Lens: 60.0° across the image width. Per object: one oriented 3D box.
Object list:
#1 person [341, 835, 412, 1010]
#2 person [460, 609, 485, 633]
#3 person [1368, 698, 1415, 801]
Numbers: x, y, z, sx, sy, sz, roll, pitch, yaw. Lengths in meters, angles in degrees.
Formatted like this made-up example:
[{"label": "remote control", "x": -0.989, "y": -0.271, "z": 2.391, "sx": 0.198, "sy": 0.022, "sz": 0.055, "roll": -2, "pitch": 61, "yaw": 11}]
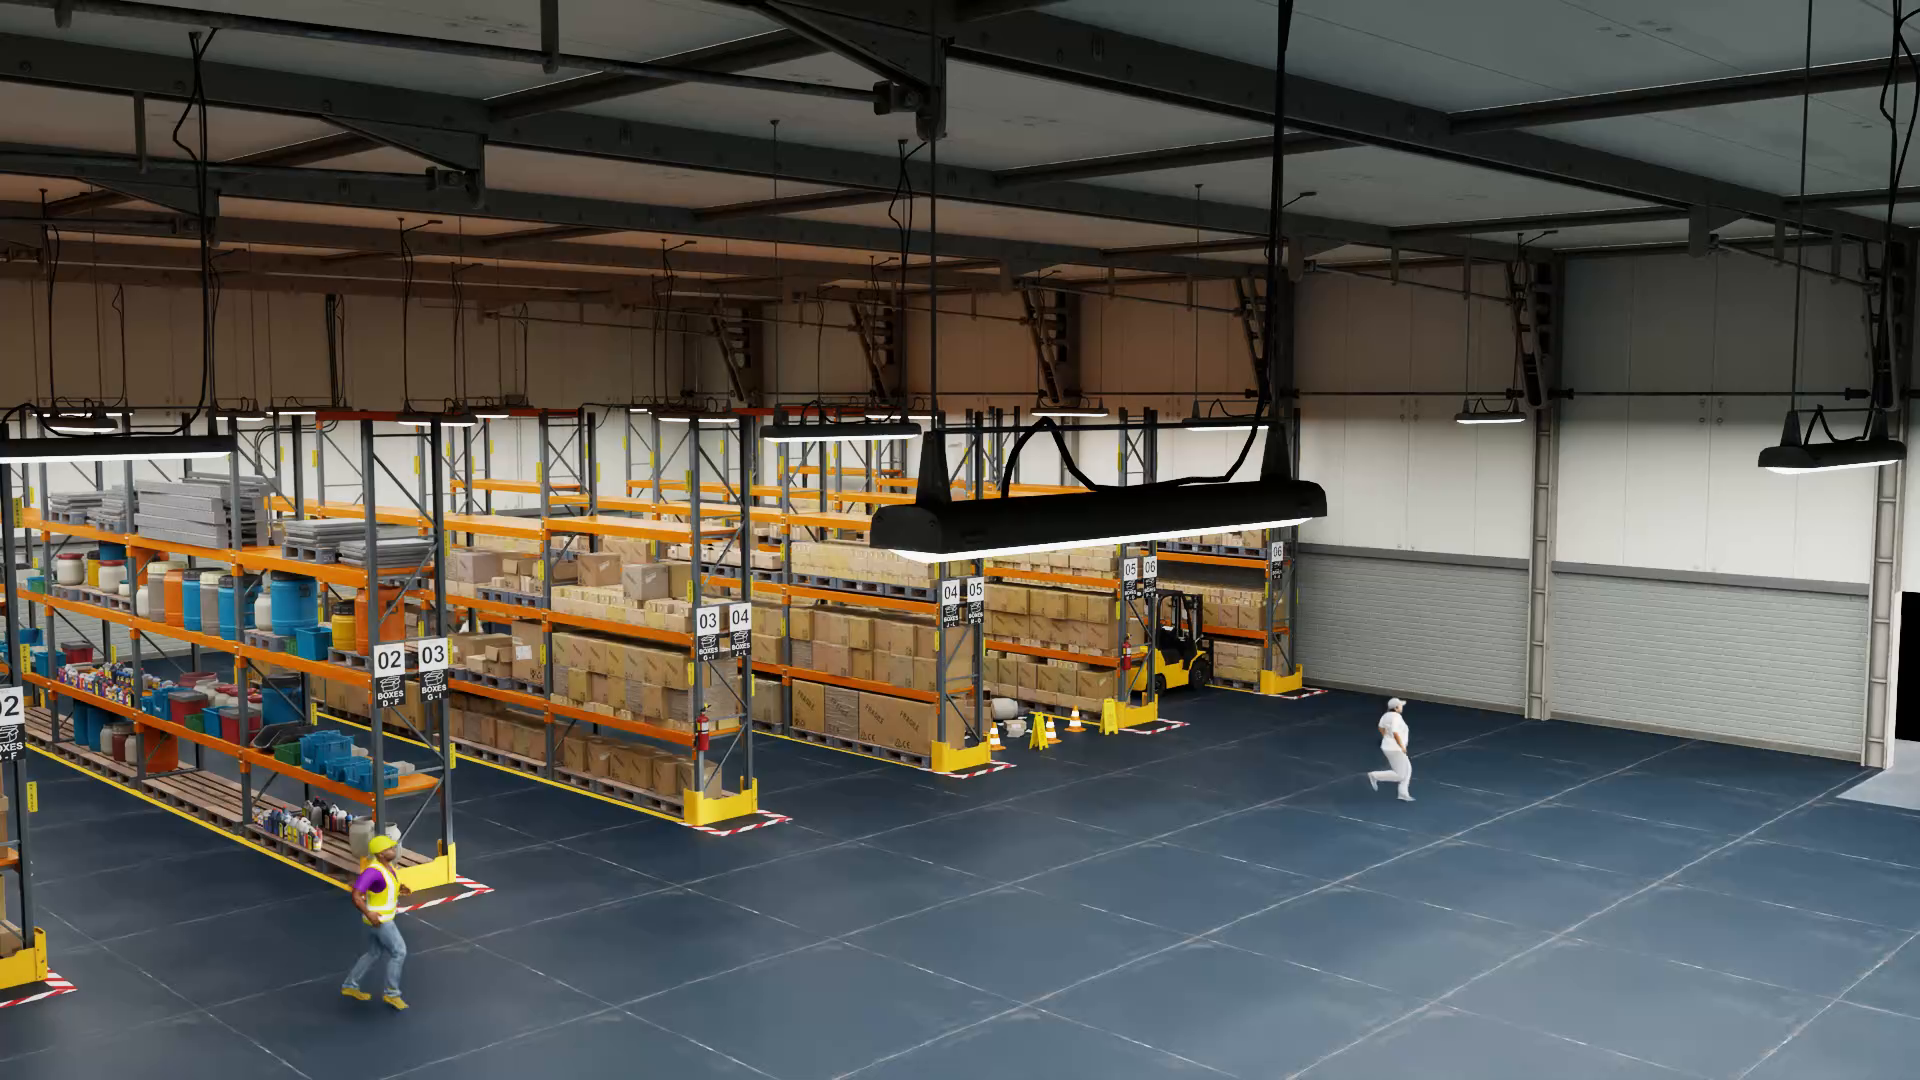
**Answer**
[{"label": "person", "x": -6.029, "y": 3.946, "z": 17.147, "sx": 0.717, "sy": 1.839, "sz": 0.721, "roll": -1, "pitch": 5, "yaw": -13}, {"label": "person", "x": -10.304, "y": 2.338, "z": 35.113, "sx": 0.909, "sy": 1.813, "sz": 0.608, "roll": 5, "pitch": 7, "yaw": 43}, {"label": "person", "x": 6.700, "y": 3.260, "z": 25.790, "sx": 0.802, "sy": 1.634, "sz": 0.602, "roll": 0, "pitch": 5, "yaw": -1}]
